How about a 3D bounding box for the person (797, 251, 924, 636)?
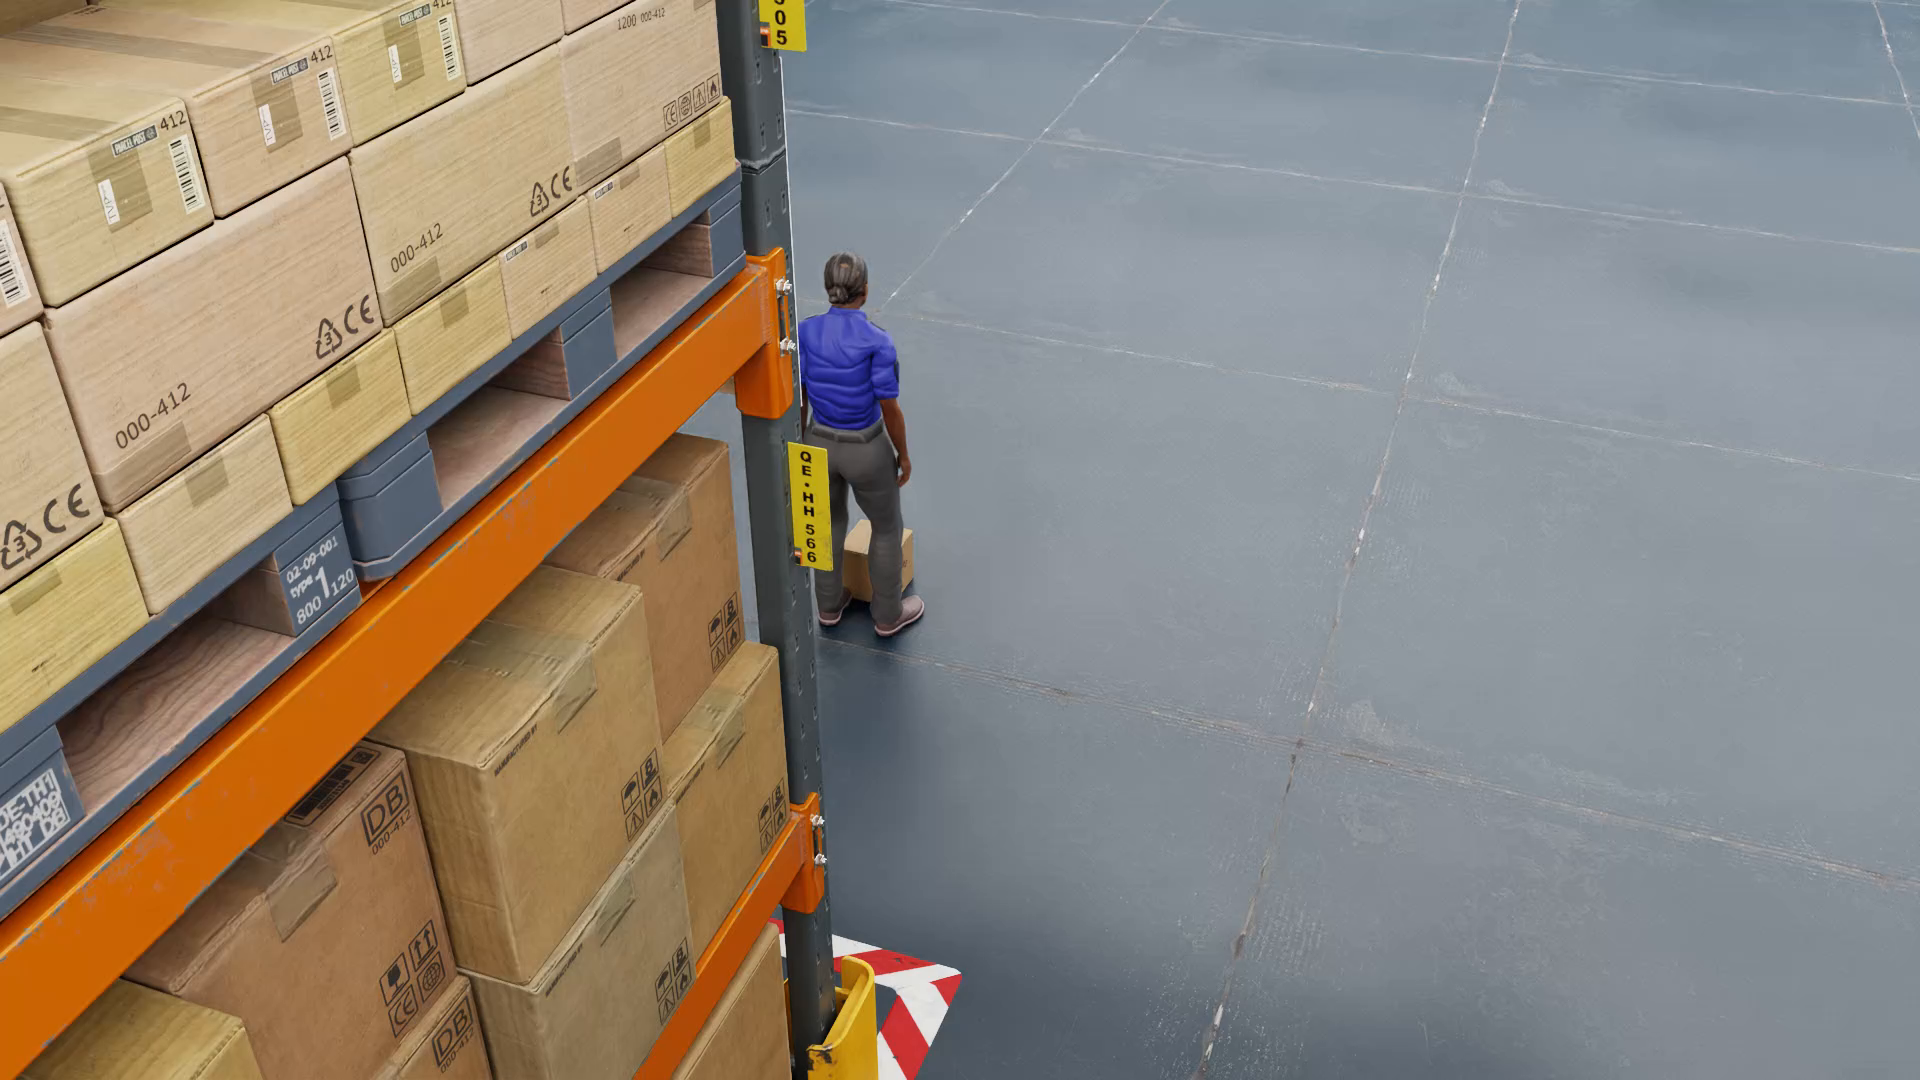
[{"bbox_3d":[-0.430,-0.361,6.691,0.503,1.654,0.350,11,35,16],"label":"person"}]
